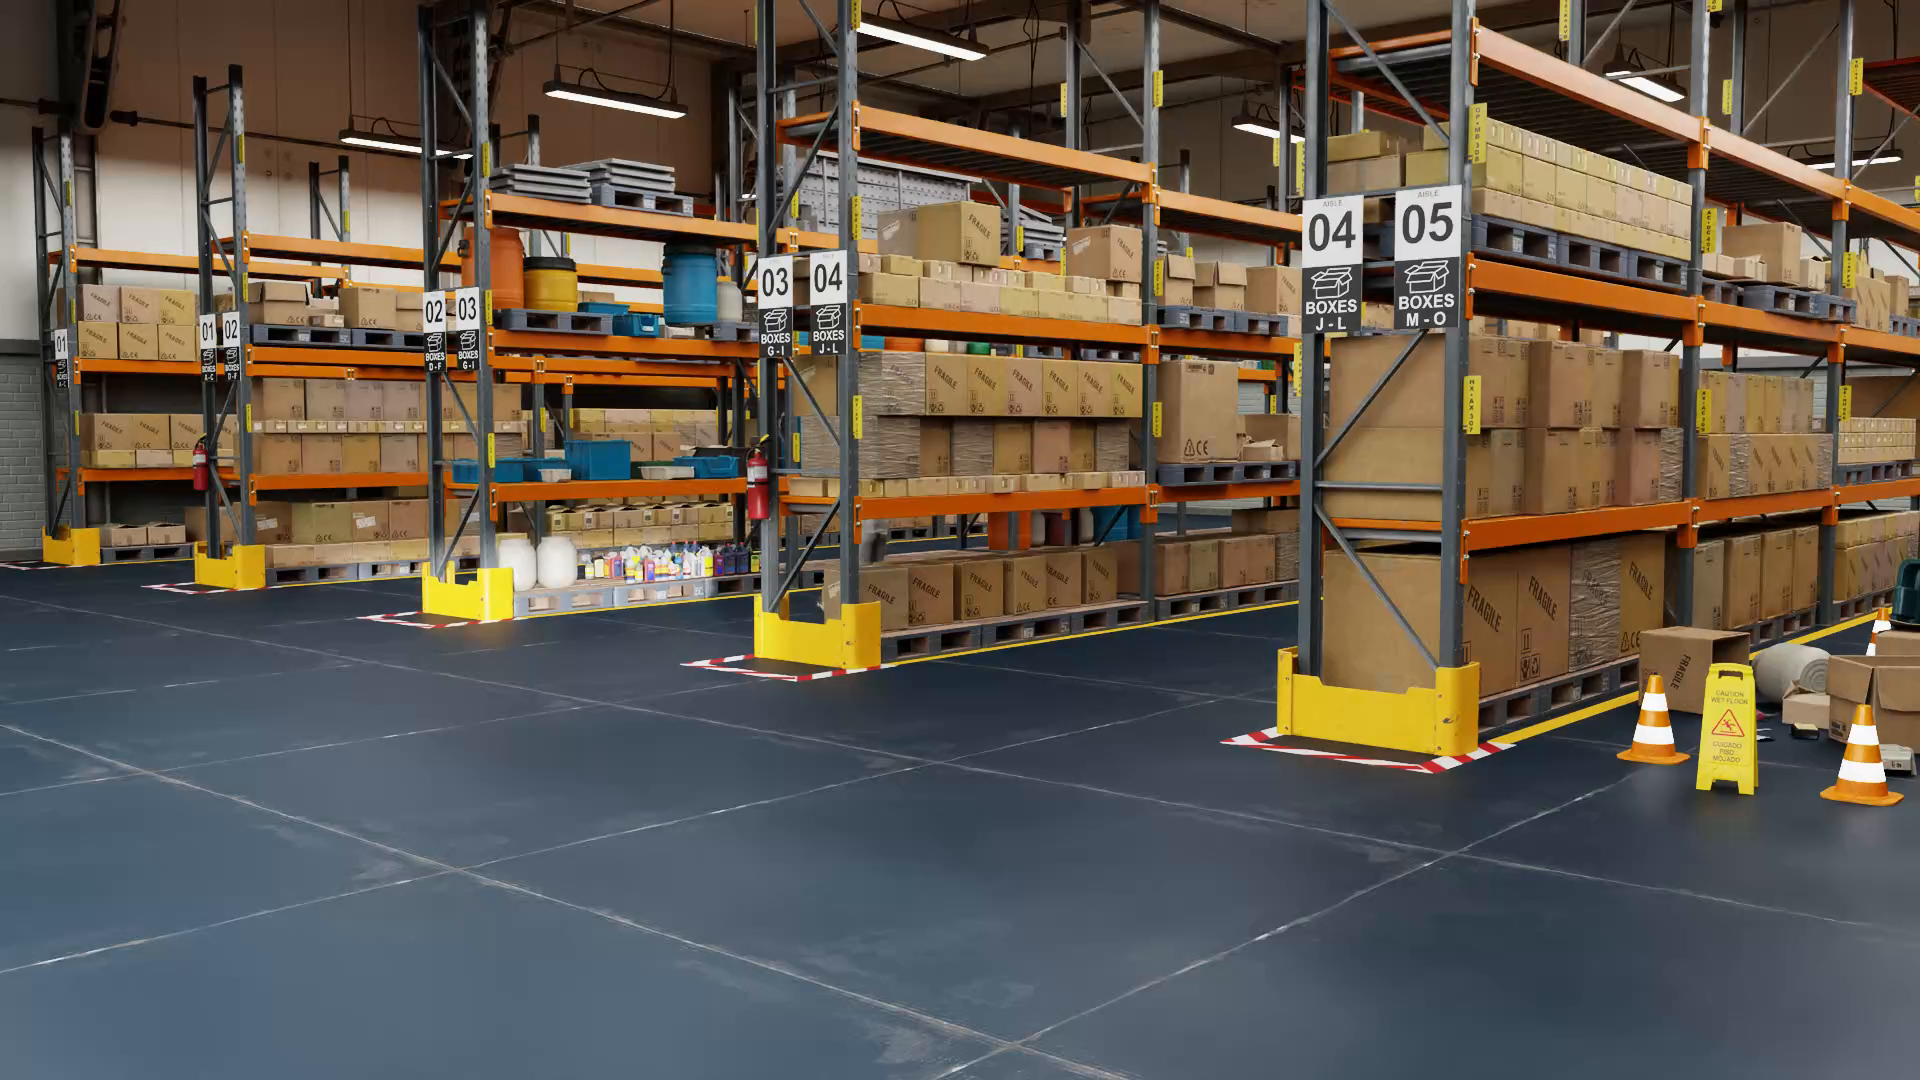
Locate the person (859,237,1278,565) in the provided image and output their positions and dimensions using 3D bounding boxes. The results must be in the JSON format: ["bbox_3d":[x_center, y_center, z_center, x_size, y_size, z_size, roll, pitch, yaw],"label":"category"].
[{"bbox_3d":[5.226,-2.710,23.407,25.160,6.005,19.033,3,5,42],"label":"person"}]
